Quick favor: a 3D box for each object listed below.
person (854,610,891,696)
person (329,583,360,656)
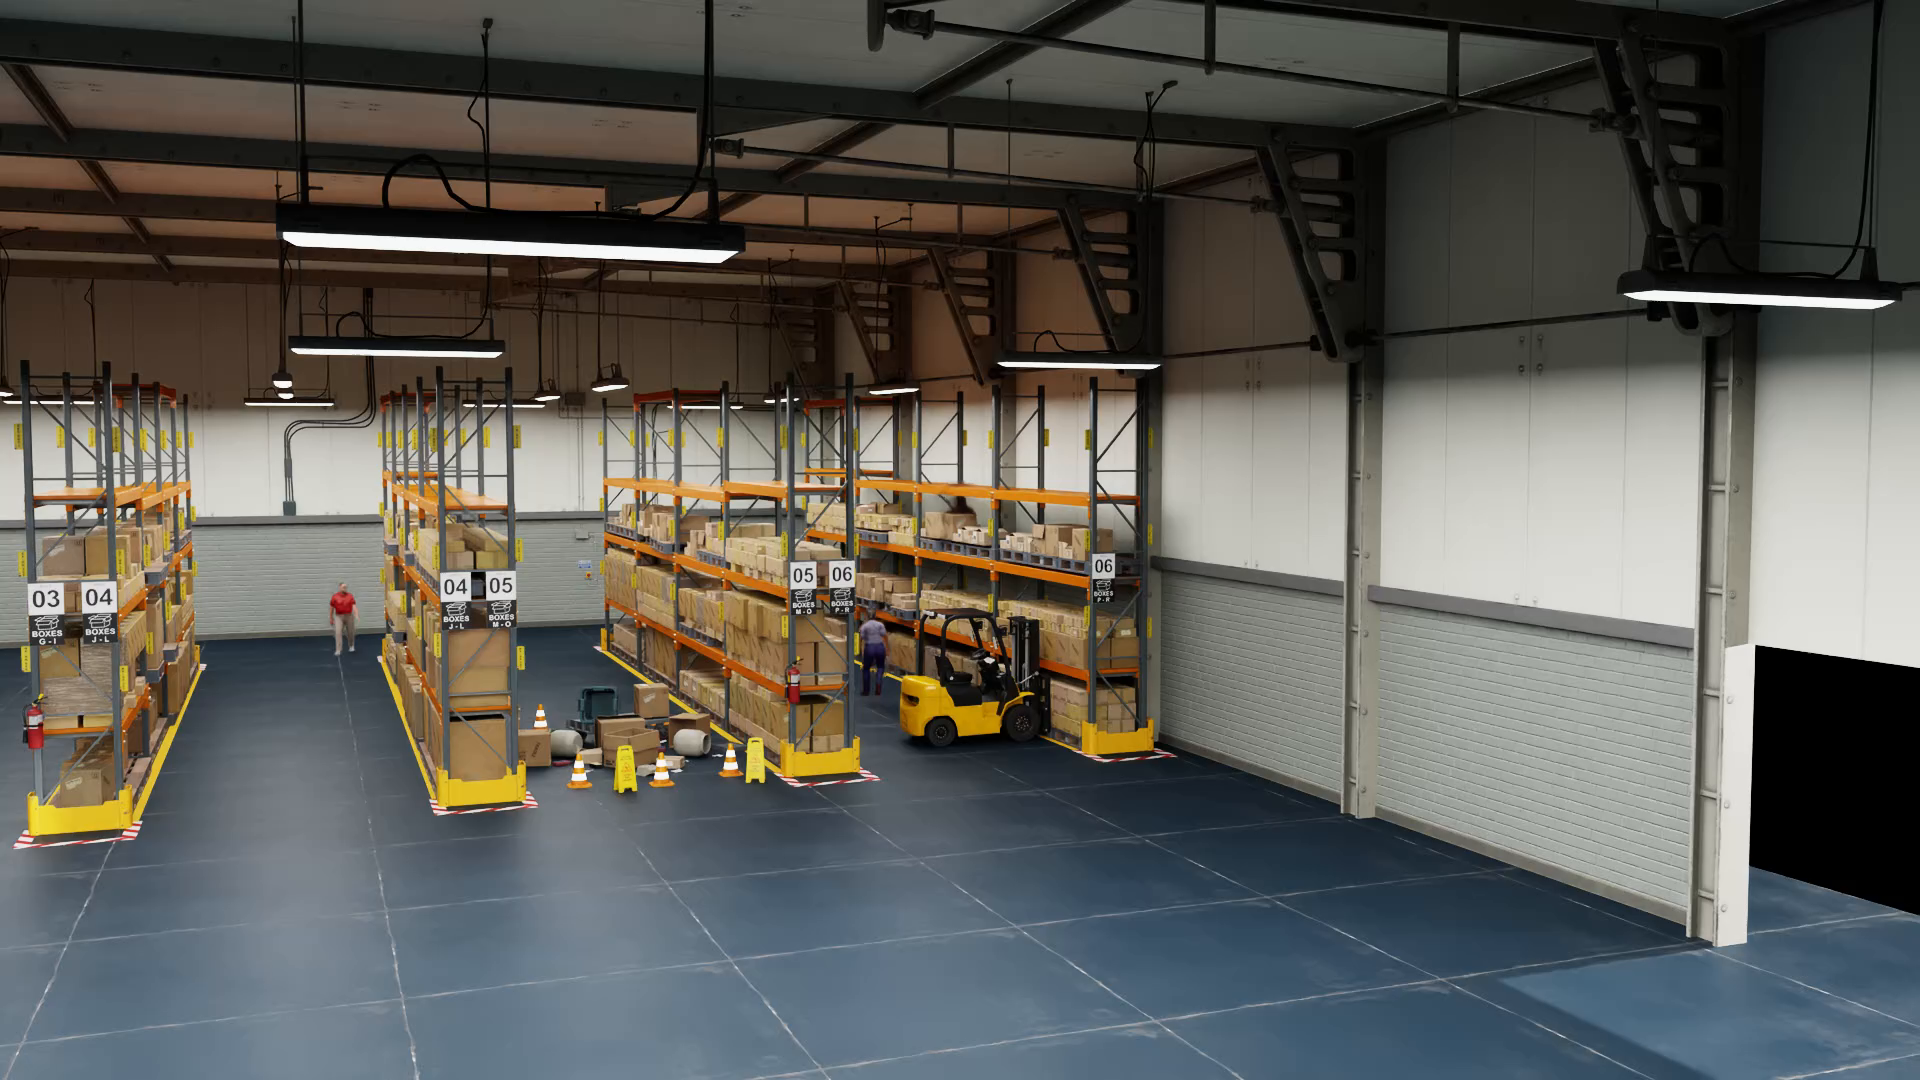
[{"bbox_3d":[-1.669,2.151,31.661,0.656,1.646,0.524,-1,4,-18],"label":"person"},{"bbox_3d":[-14.307,1.826,38.660,0.679,1.670,1.045,-1,4,-12],"label":"person"}]
